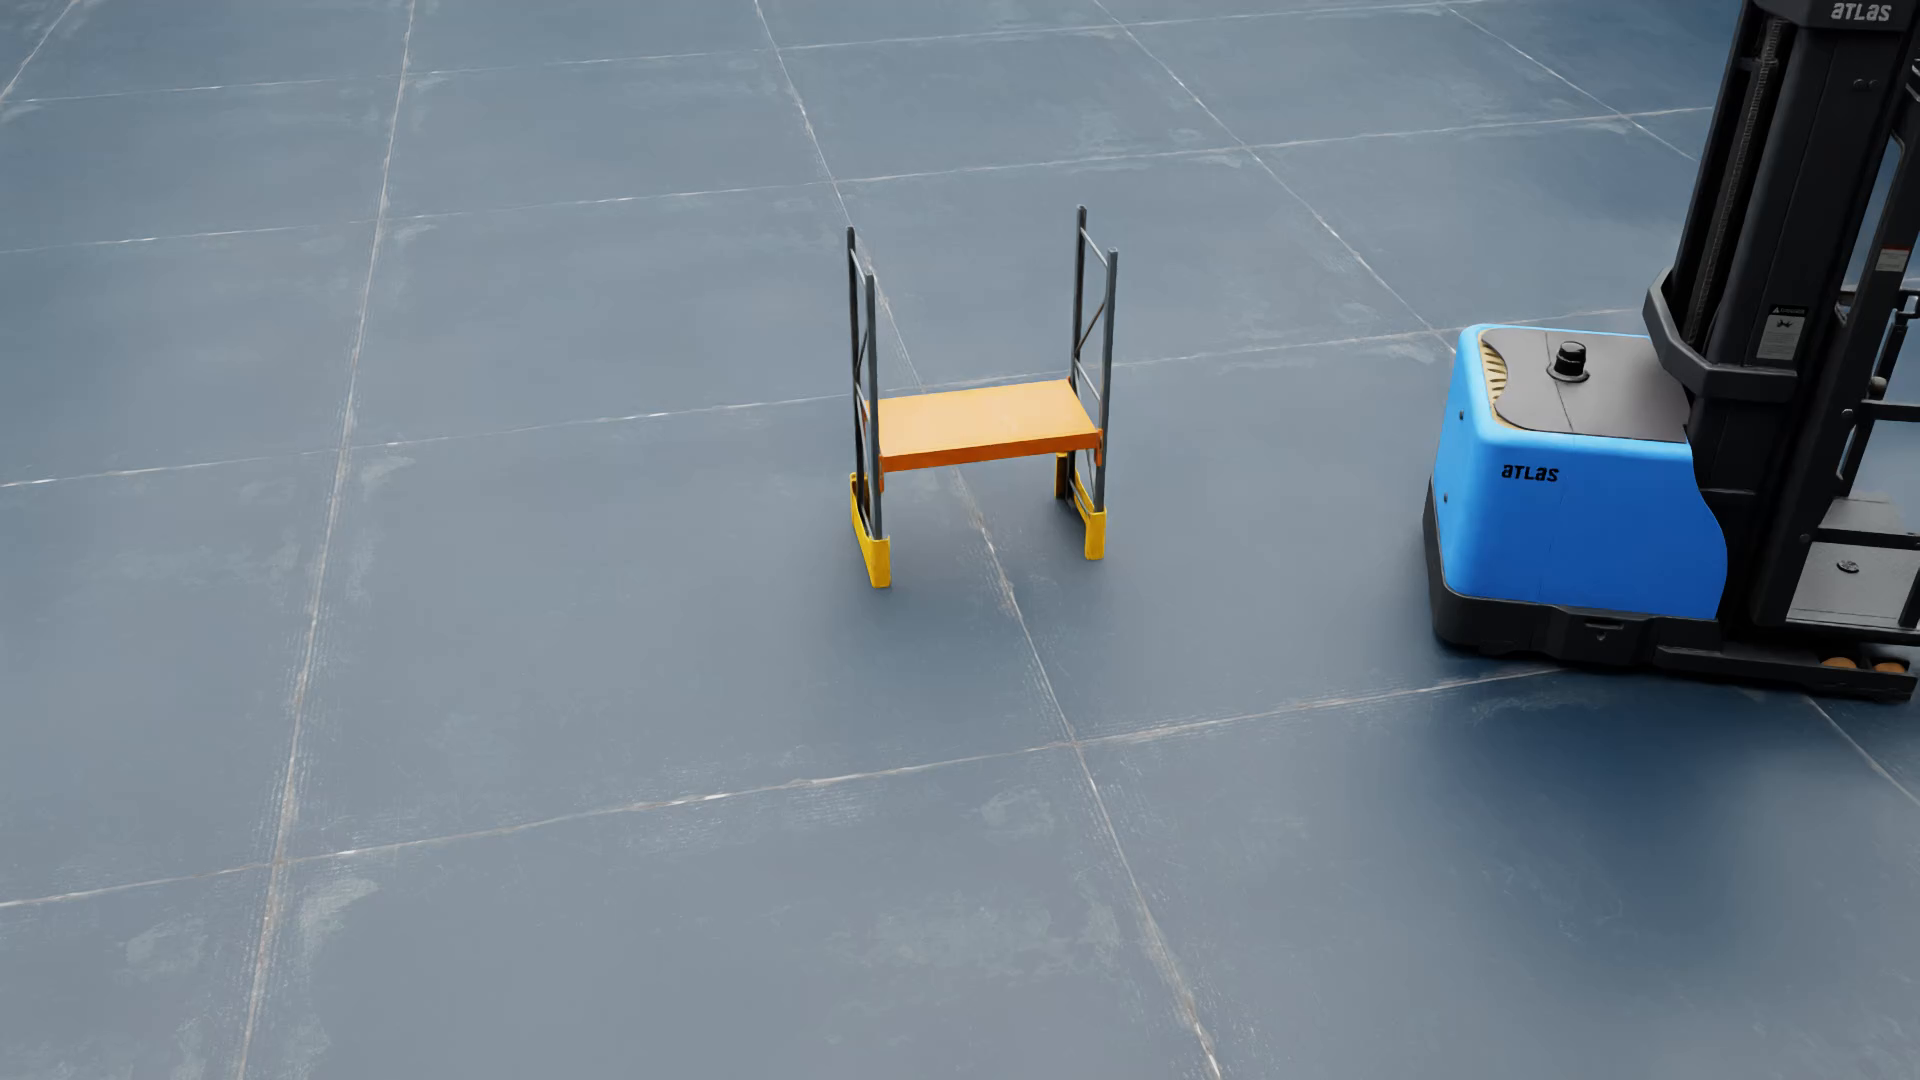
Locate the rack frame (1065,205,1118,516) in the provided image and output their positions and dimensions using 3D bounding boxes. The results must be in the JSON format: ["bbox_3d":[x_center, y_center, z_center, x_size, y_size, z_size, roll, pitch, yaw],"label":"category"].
[{"bbox_3d":[0.579,-0.696,7.441,0.032,1.500,0.500,-7,35,-11],"label":"rack frame"}]

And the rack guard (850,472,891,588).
[{"bbox_3d":[-0.411,-0.052,7.603,0.087,0.250,0.587,-7,35,-11],"label":"rack guard"}]

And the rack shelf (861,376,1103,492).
[{"bbox_3d":[0.083,-0.484,7.448,1.000,0.185,0.538,-7,35,-11],"label":"rack shelf"}]

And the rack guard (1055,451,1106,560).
[{"bbox_3d":[0.560,-0.174,7.786,0.087,0.250,0.587,-7,35,-11],"label":"rack guard"}]

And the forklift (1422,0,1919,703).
[{"bbox_3d":[3.578,-0.874,6.422,3.031,2.935,1.130,5,34,8],"label":"forklift"}]

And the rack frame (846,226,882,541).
[{"bbox_3d":[-0.413,-0.571,7.255,0.032,1.500,0.500,-7,35,-11],"label":"rack frame"}]

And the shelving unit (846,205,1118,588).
[{"bbox_3d":[0.074,-0.632,7.346,1.083,1.500,0.587,-7,35,-11],"label":"shelving unit"}]
